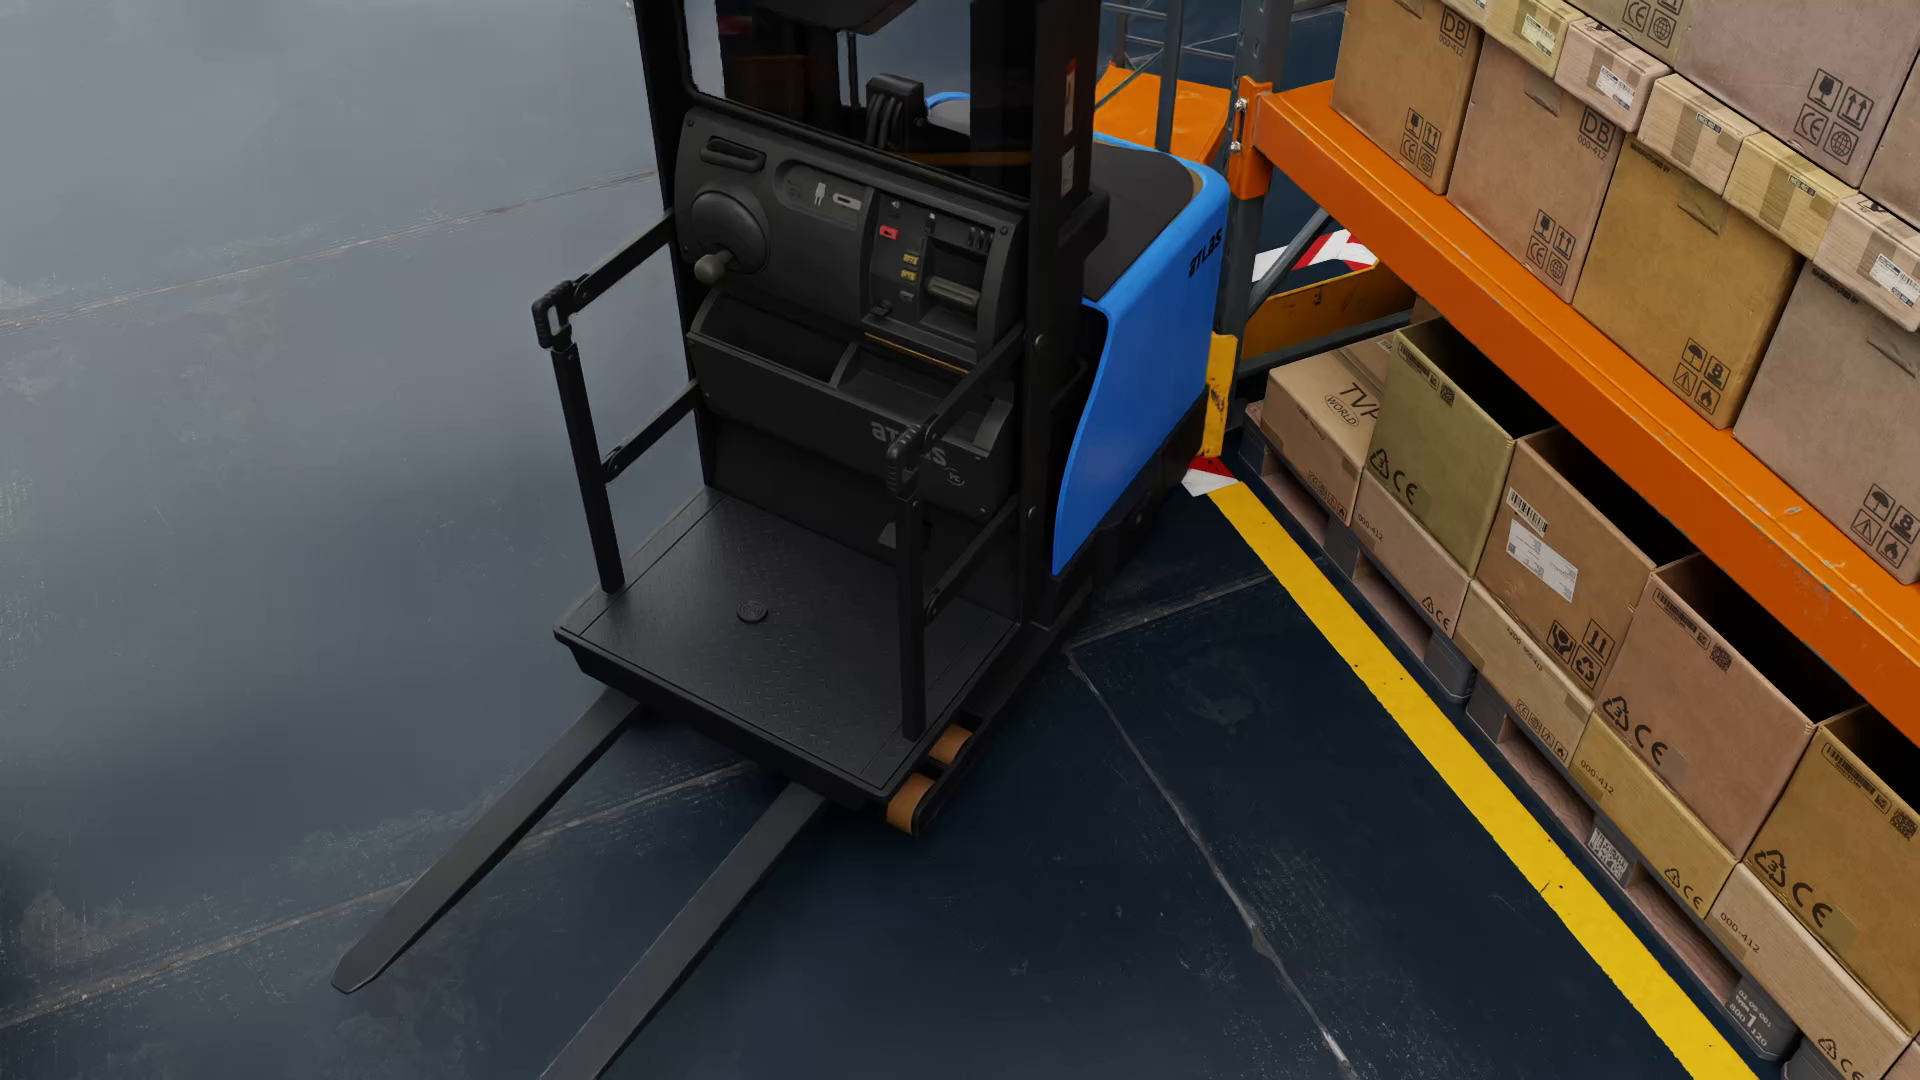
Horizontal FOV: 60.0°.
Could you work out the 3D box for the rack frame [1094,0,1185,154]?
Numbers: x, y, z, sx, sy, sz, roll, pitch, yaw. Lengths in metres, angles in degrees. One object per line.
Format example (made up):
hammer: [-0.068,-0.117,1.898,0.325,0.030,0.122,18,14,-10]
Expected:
rack frame: [0.406,-1.099,5.296,0.500,1.500,0.032,16,47,16]

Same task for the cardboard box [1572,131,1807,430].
cardboard box: [1.872,-0.675,3.727,0.700,0.500,0.500,-18,47,-17]

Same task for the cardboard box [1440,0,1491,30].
cardboard box: [1.342,-1.377,3.977,0.380,0.149,0.250,-19,48,-18]

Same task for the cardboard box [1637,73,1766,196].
cardboard box: [1.664,-0.887,3.481,0.380,0.149,0.250,-20,48,-19]

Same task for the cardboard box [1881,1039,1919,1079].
cardboard box: [2.346,1.234,3.522,0.500,0.250,0.500,-18,47,-17]

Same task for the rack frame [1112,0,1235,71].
rack frame: [0.792,-1.760,5.966,0.500,1.500,0.032,16,47,16]

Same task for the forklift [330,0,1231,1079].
forklift: [-0.400,-0.635,3.807,1.130,2.935,3.031,23,49,22]

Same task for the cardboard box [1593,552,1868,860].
cardboard box: [1.911,0.335,3.900,0.500,0.500,0.500,-18,47,-17]

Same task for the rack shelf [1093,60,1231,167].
rack shelf: [0.599,-1.301,5.757,0.538,0.185,1.000,16,47,16]

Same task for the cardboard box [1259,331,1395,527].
cardboard box: [1.283,-0.355,5.133,0.500,0.250,0.500,-18,47,-17]

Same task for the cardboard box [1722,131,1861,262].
cardboard box: [1.772,-0.725,3.316,0.380,0.149,0.250,-19,48,-18]

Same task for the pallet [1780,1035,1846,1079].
pallet: [2.644,1.431,3.650,1.003,0.211,1.213,-18,47,-17]

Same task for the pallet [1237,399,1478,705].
pallet: [1.619,-0.124,5.226,1.003,0.211,1.213,-18,47,-17]

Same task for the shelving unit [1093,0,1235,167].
shelving unit: [0.596,-1.424,5.625,0.587,1.500,1.083,16,47,16]

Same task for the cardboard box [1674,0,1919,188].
cardboard box: [1.905,-1.100,3.234,0.700,0.500,0.500,-18,47,-17]

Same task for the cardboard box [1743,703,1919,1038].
cardboard box: [2.134,0.649,3.581,0.500,0.500,0.500,-18,47,-17]

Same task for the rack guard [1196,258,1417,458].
rack guard: [1.249,-0.717,5.621,1.175,0.500,0.348,-18,47,-17]

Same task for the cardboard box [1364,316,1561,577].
cardboard box: [1.495,-0.304,4.547,0.500,0.500,0.500,-18,47,-17]

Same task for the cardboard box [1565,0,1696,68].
cardboard box: [1.692,-1.421,3.559,0.700,0.500,0.500,-19,48,-18]

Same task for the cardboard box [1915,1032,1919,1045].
cardboard box: [2.348,0.966,3.260,0.500,0.500,0.500,-18,47,-17]

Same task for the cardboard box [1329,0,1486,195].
cardboard box: [1.444,-1.326,4.387,0.700,0.500,0.500,-18,47,-17]

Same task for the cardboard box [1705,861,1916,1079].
cardboard box: [2.123,0.920,3.841,0.500,0.250,0.500,-18,47,-17]

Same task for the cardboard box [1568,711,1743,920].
cardboard box: [1.912,0.601,4.164,0.500,0.250,0.500,-18,47,-17]

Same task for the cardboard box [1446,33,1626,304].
cardboard box: [1.669,-0.993,4.049,0.700,0.500,0.500,-17,47,-16]

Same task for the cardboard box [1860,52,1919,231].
cardboard box: [2.115,-0.781,2.911,0.700,0.500,0.500,-18,47,-17]

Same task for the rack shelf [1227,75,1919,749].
rack shelf: [2.100,-0.061,3.689,1.077,0.370,4.000,-18,47,-17]

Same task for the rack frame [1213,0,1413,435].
rack frame: [1.259,-1.592,4.728,1.000,3.000,0.127,-18,47,-17]

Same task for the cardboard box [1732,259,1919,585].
cardboard box: [2.097,-0.340,3.388,0.700,0.500,0.500,-17,47,-16]

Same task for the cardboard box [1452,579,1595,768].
cardboard box: [1.706,0.281,4.488,0.500,0.250,0.500,-18,47,-17]

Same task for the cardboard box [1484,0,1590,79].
cardboard box: [1.446,-1.218,3.816,0.380,0.149,0.250,-18,47,-17]

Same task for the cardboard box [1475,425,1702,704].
cardboard box: [1.716,0.011,4.228,0.500,0.500,0.500,-18,47,-17]

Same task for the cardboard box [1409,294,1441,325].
cardboard box: [1.754,-0.776,5.025,0.500,0.500,0.500,-18,47,-17]

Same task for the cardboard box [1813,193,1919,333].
cardboard box: [1.874,-0.565,3.154,0.380,0.149,0.250,-18,47,-17]

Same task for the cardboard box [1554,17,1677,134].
cardboard box: [1.550,-1.056,3.652,0.380,0.149,0.250,-19,48,-18]

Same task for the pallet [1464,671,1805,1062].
pallet: [2.128,0.652,4.439,1.003,0.211,1.213,-18,47,-17]

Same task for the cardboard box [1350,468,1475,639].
cardboard box: [1.496,-0.038,4.811,0.500,0.250,0.500,-18,47,-17]
